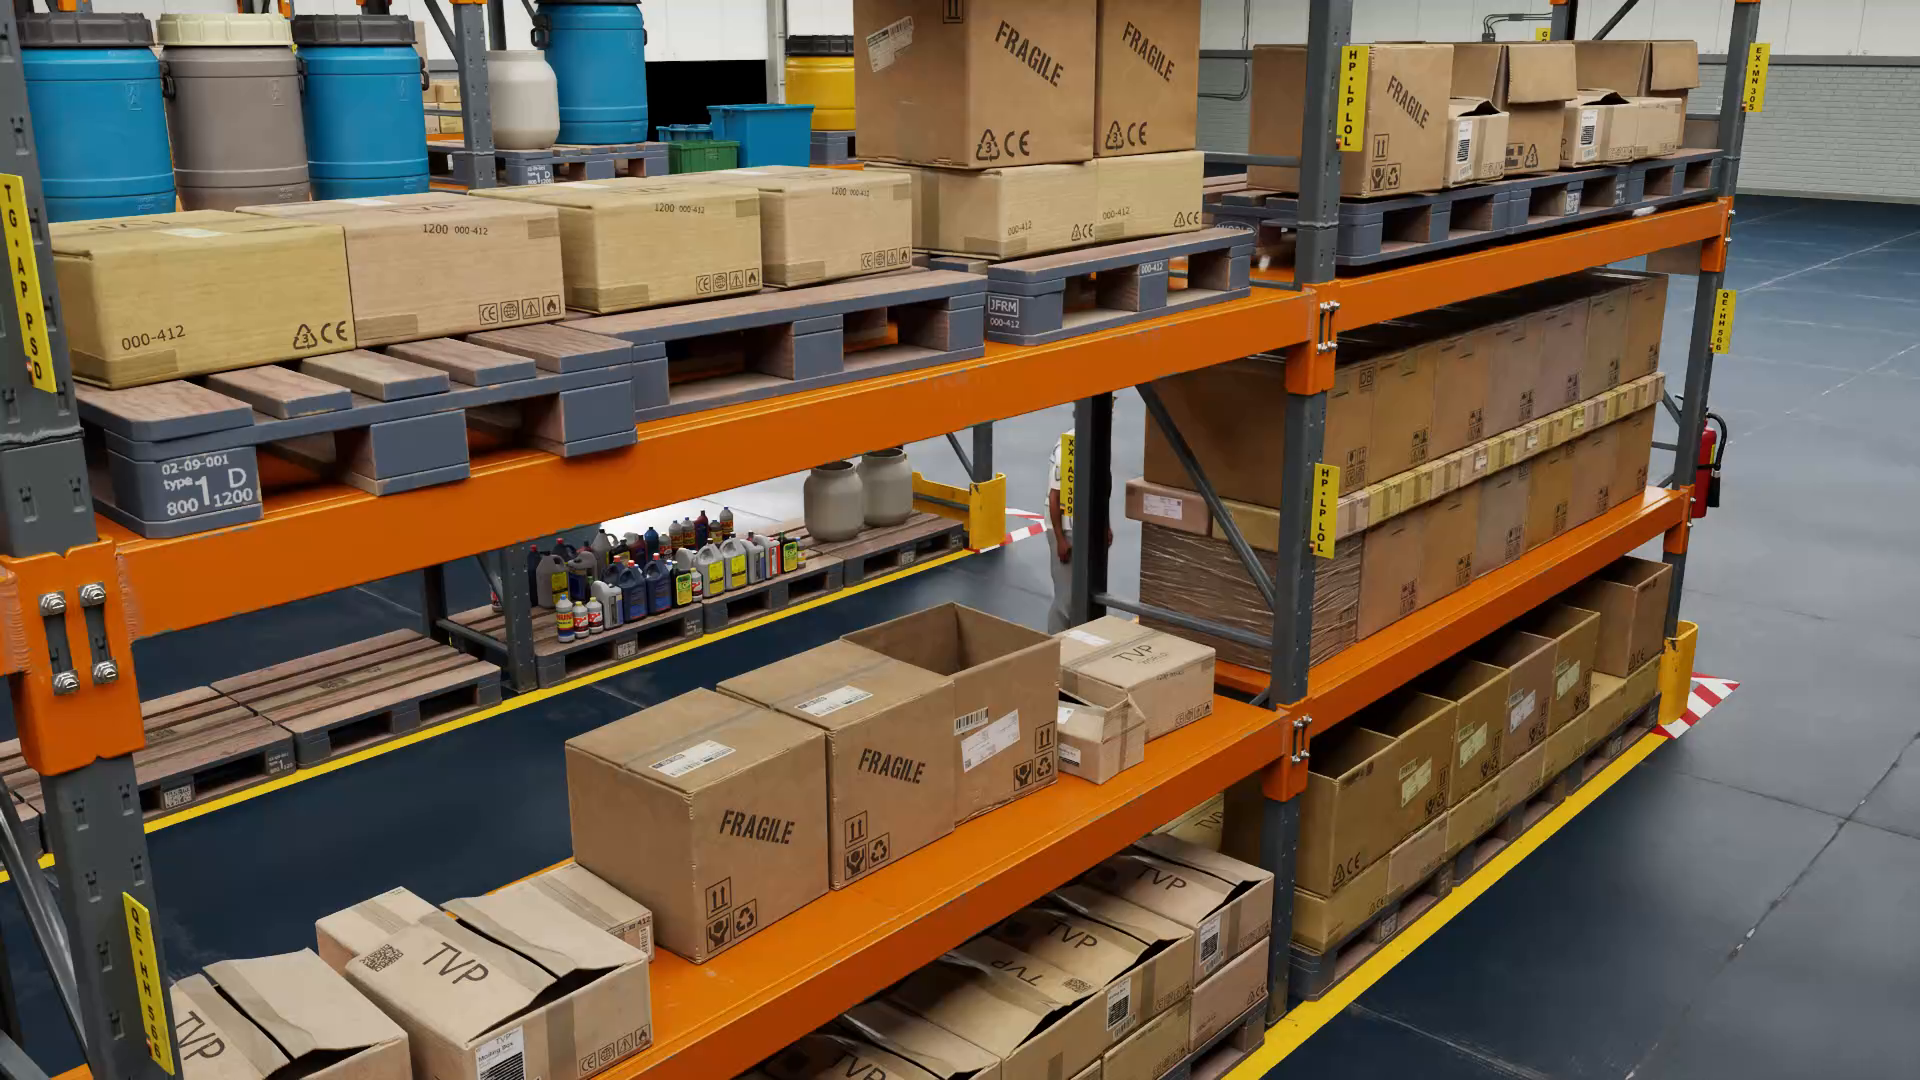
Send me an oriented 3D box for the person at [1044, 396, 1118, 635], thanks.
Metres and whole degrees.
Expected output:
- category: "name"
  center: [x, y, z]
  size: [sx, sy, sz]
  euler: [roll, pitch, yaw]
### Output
- category: "person"
  center: [0.701, -0.044, 9.688]
  size: [0.392, 1.660, 0.506]
  euler: [15, 22, 40]
